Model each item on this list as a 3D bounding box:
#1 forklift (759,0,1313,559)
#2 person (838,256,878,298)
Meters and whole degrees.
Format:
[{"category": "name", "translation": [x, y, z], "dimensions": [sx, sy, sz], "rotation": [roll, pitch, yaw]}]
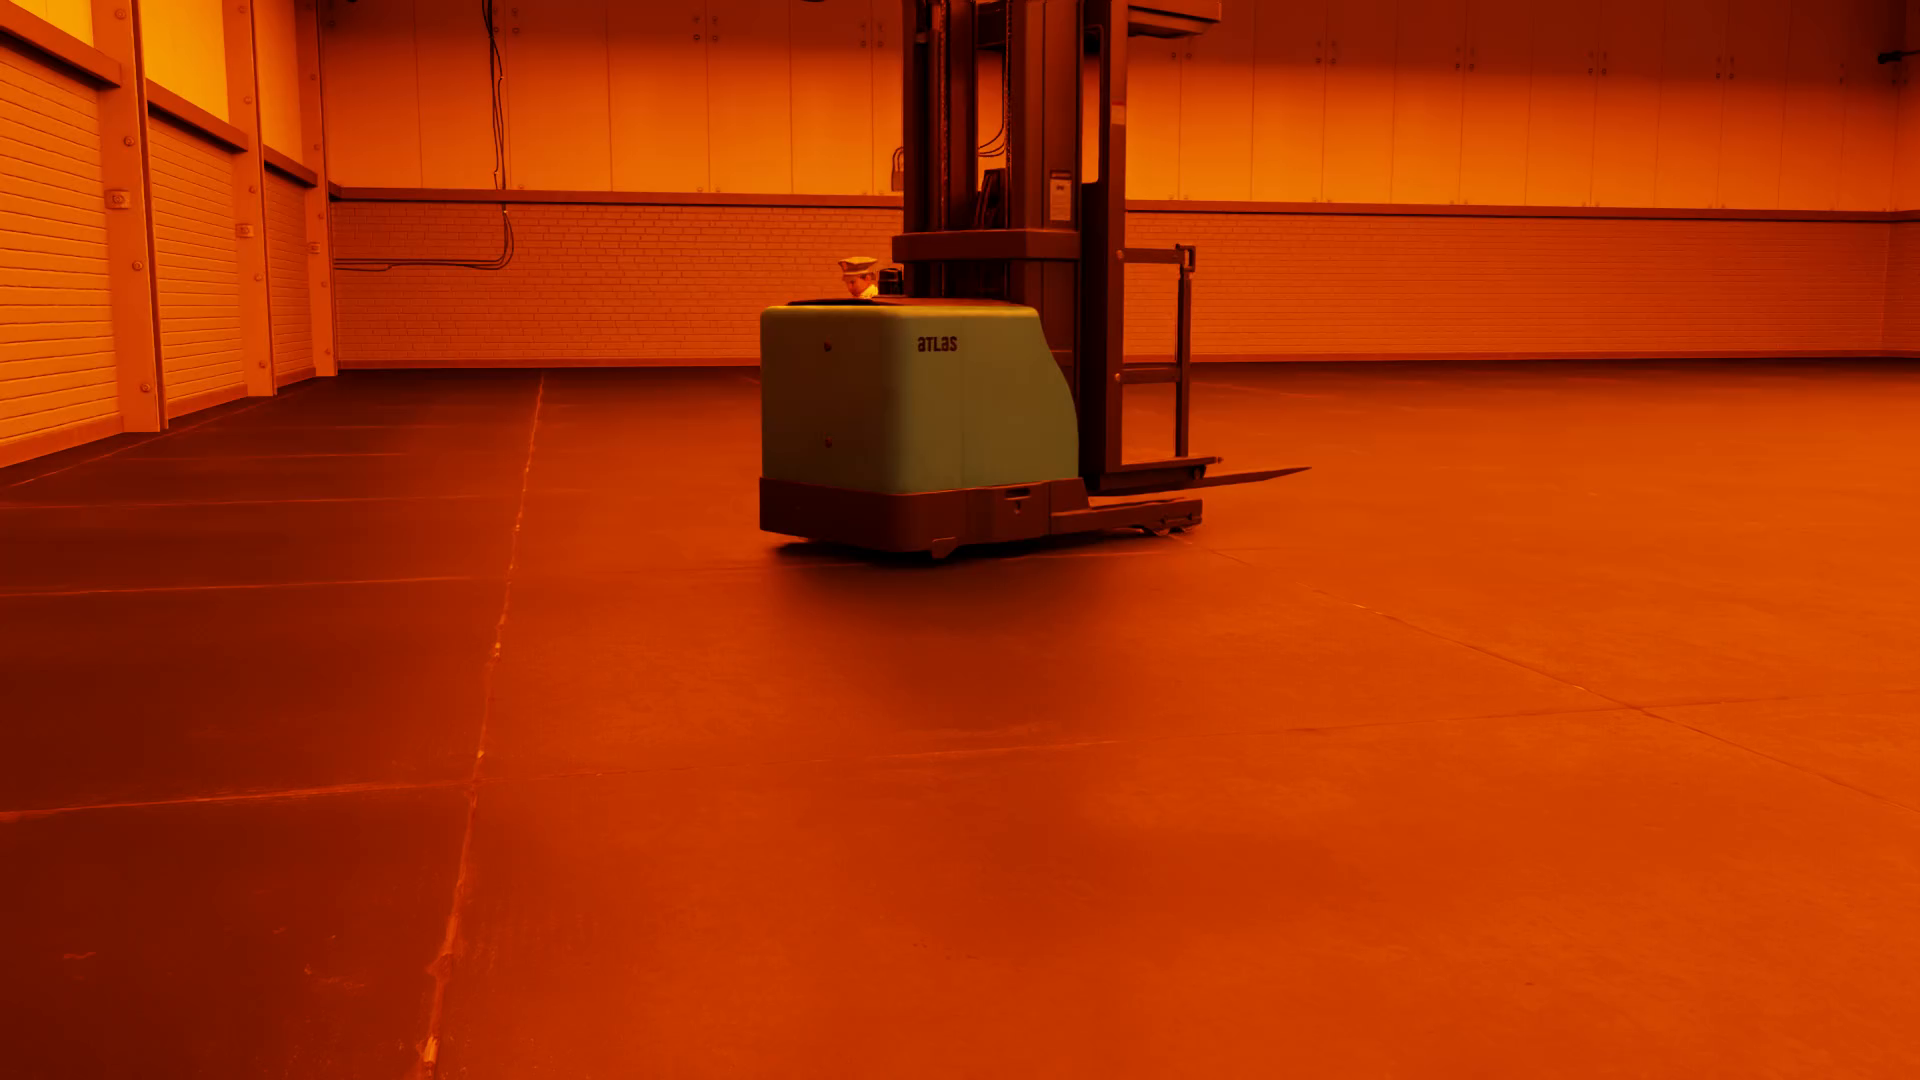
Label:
[{"category": "forklift", "translation": [0.532, -1.517, 7.970], "dimensions": [3.031, 2.935, 1.130], "rotation": [-7, 11, -41]}, {"category": "person", "translation": [-0.608, -1.185, 11.227], "dimensions": [0.591, 1.441, 0.868], "rotation": [-5, 9, -32]}]
